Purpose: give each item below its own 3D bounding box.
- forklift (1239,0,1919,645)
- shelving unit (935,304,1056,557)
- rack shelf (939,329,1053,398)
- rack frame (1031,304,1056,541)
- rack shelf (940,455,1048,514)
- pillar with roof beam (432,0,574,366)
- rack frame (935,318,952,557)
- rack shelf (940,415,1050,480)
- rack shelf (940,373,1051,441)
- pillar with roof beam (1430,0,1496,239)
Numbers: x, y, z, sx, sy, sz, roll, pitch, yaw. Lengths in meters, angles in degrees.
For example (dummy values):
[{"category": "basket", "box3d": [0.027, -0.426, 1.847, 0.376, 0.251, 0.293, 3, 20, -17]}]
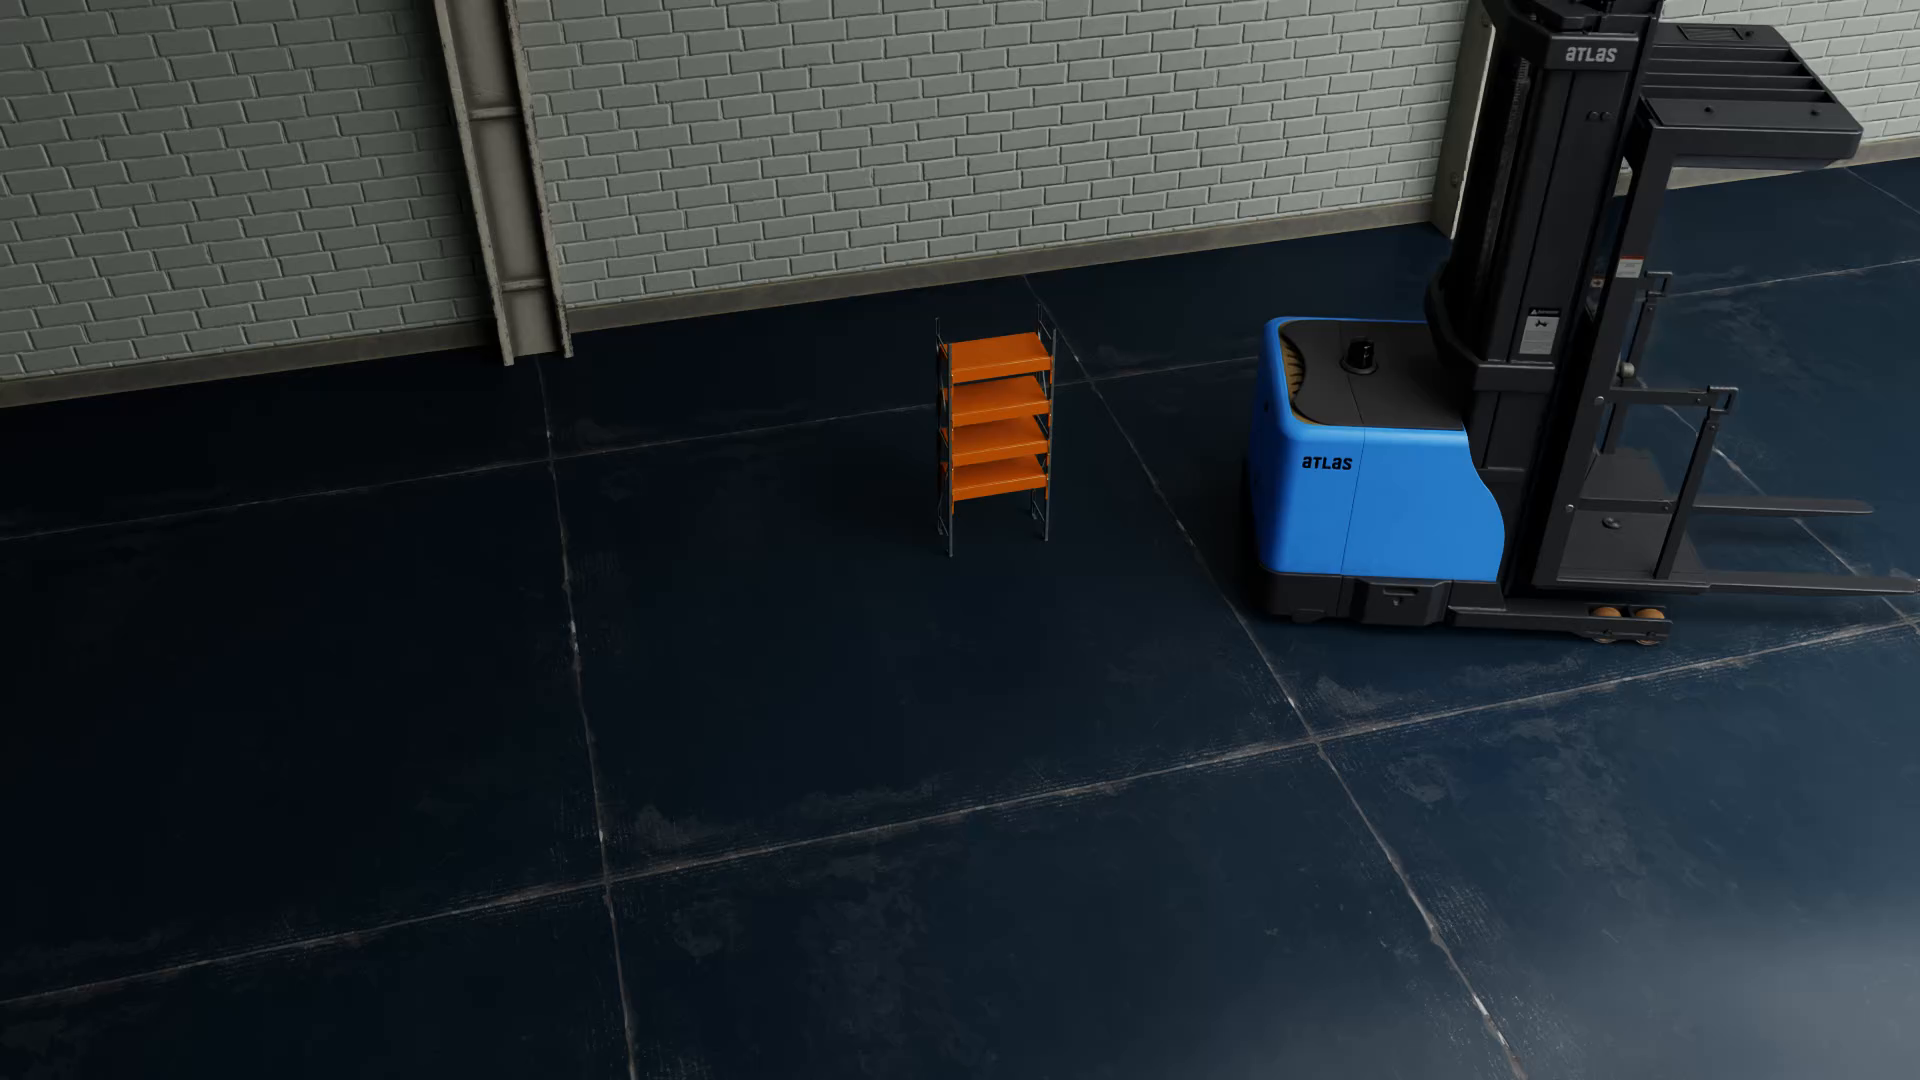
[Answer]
[{"category": "forklift", "box3d": [2.896, -1.022, 7.153, 3.031, 2.935, 1.130, 2, 37, 3]}, {"category": "shelving unit", "box3d": [0.160, -0.503, 7.899, 0.503, 1.200, 0.258, -9, 38, -12]}, {"category": "rack shelf", "box3d": [0.160, -0.815, 7.660, 0.480, 0.148, 0.258, -9, 38, -12]}, {"category": "rack frame", "box3d": [0.395, -0.541, 7.950, 0.015, 1.200, 0.240, -9, 38, -12]}, {"category": "rack shelf", "box3d": [0.160, -0.292, 8.061, 0.480, 0.148, 0.258, -9, 38, -12]}, {"category": "pillar with roof beam", "box3d": [-1.343, -2.169, 3.658, 0.400, 9.000, 9.100, -9, 38, -12]}, {"category": "rack frame", "box3d": [-0.076, -0.464, 7.849, 0.015, 1.200, 0.240, -9, 38, -12]}, {"category": "rack shelf", "box3d": [0.160, -0.449, 7.940, 0.480, 0.148, 0.258, -9, 38, -12]}, {"category": "rack shelf", "box3d": [0.160, -0.627, 7.804, 0.480, 0.148, 0.258, -9, 38, -12]}, {"category": "pillar with roof beam", "box3d": [4.449, -3.119, 4.901, 0.400, 9.000, 9.100, -9, 38, -12]}]
